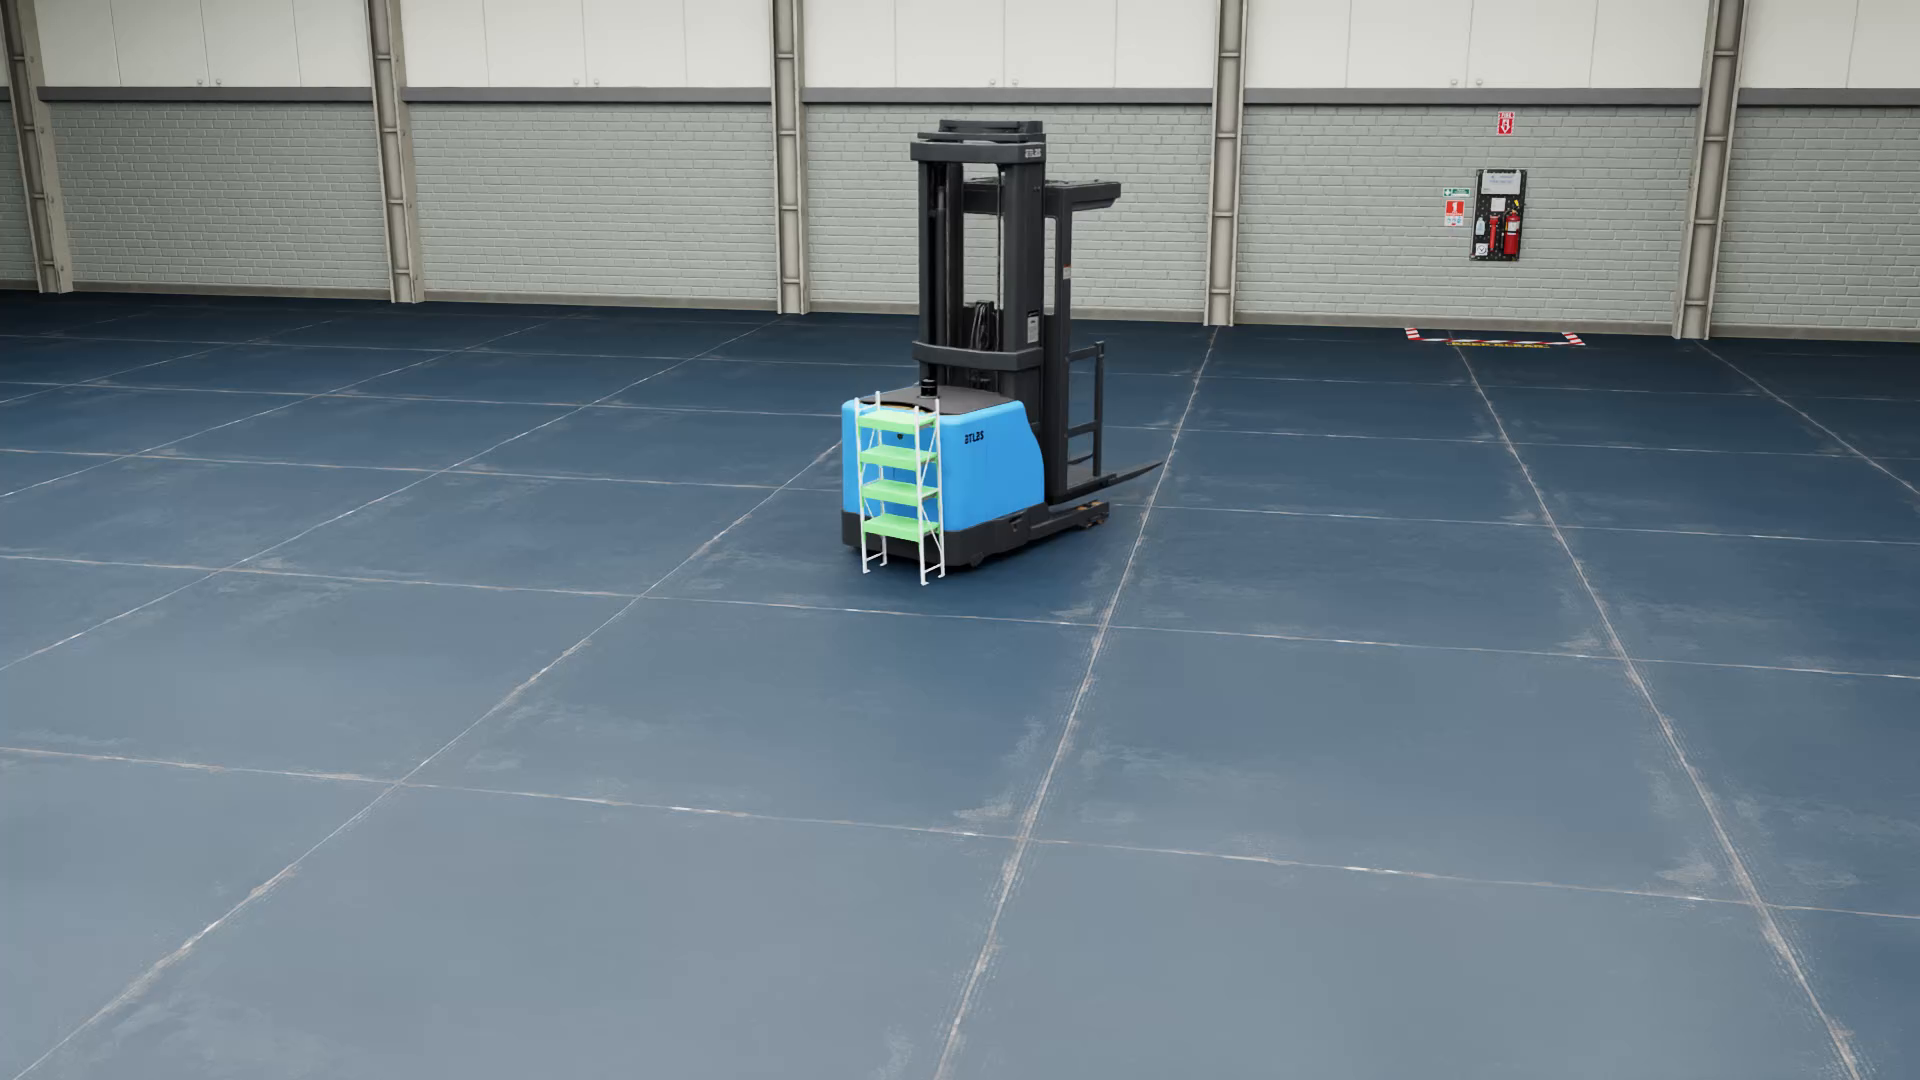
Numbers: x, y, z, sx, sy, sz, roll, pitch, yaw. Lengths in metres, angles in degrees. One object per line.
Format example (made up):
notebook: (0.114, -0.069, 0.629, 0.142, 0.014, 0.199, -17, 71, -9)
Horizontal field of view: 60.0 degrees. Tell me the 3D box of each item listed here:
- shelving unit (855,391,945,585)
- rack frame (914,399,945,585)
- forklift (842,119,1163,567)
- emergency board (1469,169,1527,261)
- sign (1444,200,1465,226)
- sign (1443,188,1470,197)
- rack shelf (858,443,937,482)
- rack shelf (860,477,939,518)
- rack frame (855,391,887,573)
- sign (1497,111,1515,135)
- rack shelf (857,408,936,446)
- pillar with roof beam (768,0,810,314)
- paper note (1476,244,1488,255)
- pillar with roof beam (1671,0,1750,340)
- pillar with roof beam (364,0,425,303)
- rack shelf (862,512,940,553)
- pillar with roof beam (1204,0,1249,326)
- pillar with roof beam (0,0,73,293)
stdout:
shelving unit: (-0.394, -0.343, 10.958, 0.503, 1.200, 0.258, 11, 22, 34)
rack frame: (-0.196, -0.305, 10.821, 0.015, 1.200, 0.240, 11, 22, 34)
forklift: (0.464, -1.563, 12.145, 1.130, 2.935, 3.031, 11, 19, 36)
emergency board: (6.979, -4.194, 21.514, 0.643, 1.169, 0.194, 3, 16, 11)
sign: (6.458, -4.268, 21.713, 0.234, 0.329, 0.001, 3, 16, 11)
sign: (6.460, -4.521, 21.633, 0.331, 0.109, 0.001, 3, 16, 11)
rack shelf: (-0.399, -0.510, 10.904, 0.480, 0.148, 0.258, 11, 22, 34)
rack shelf: (-0.392, -0.282, 10.977, 0.480, 0.148, 0.258, 11, 22, 34)
rack frame: (-0.592, -0.381, 11.095, 0.015, 1.200, 0.240, 11, 22, 34)
sign: (6.991, -5.338, 21.300, 0.199, 0.298, 0.001, 3, 16, 11)
rack shelf: (-0.406, -0.739, 10.831, 0.480, 0.148, 0.258, 11, 22, 34)
pillar with roof beam: (-3.224, -6.456, 18.442, 0.400, 9.000, 9.100, 3, 16, 11)
paper note: (6.819, -3.797, 21.731, 0.142, 0.148, 0.016, 3, 16, 11)
pillar with roof beam: (8.535, -5.818, 16.137, 0.400, 9.000, 9.100, 3, 16, 11)
pillar with roof beam: (-9.104, -6.775, 19.594, 0.400, 9.000, 9.100, 3, 16, 11)
rack shelf: (-0.385, -0.054, 11.051, 0.480, 0.148, 0.258, 11, 22, 34)
pillar with roof beam: (2.655, -6.137, 17.290, 0.400, 9.000, 9.100, 3, 16, 11)
pillar with roof beam: (-14.984, -7.094, 20.746, 0.400, 9.000, 9.100, 3, 16, 11)
